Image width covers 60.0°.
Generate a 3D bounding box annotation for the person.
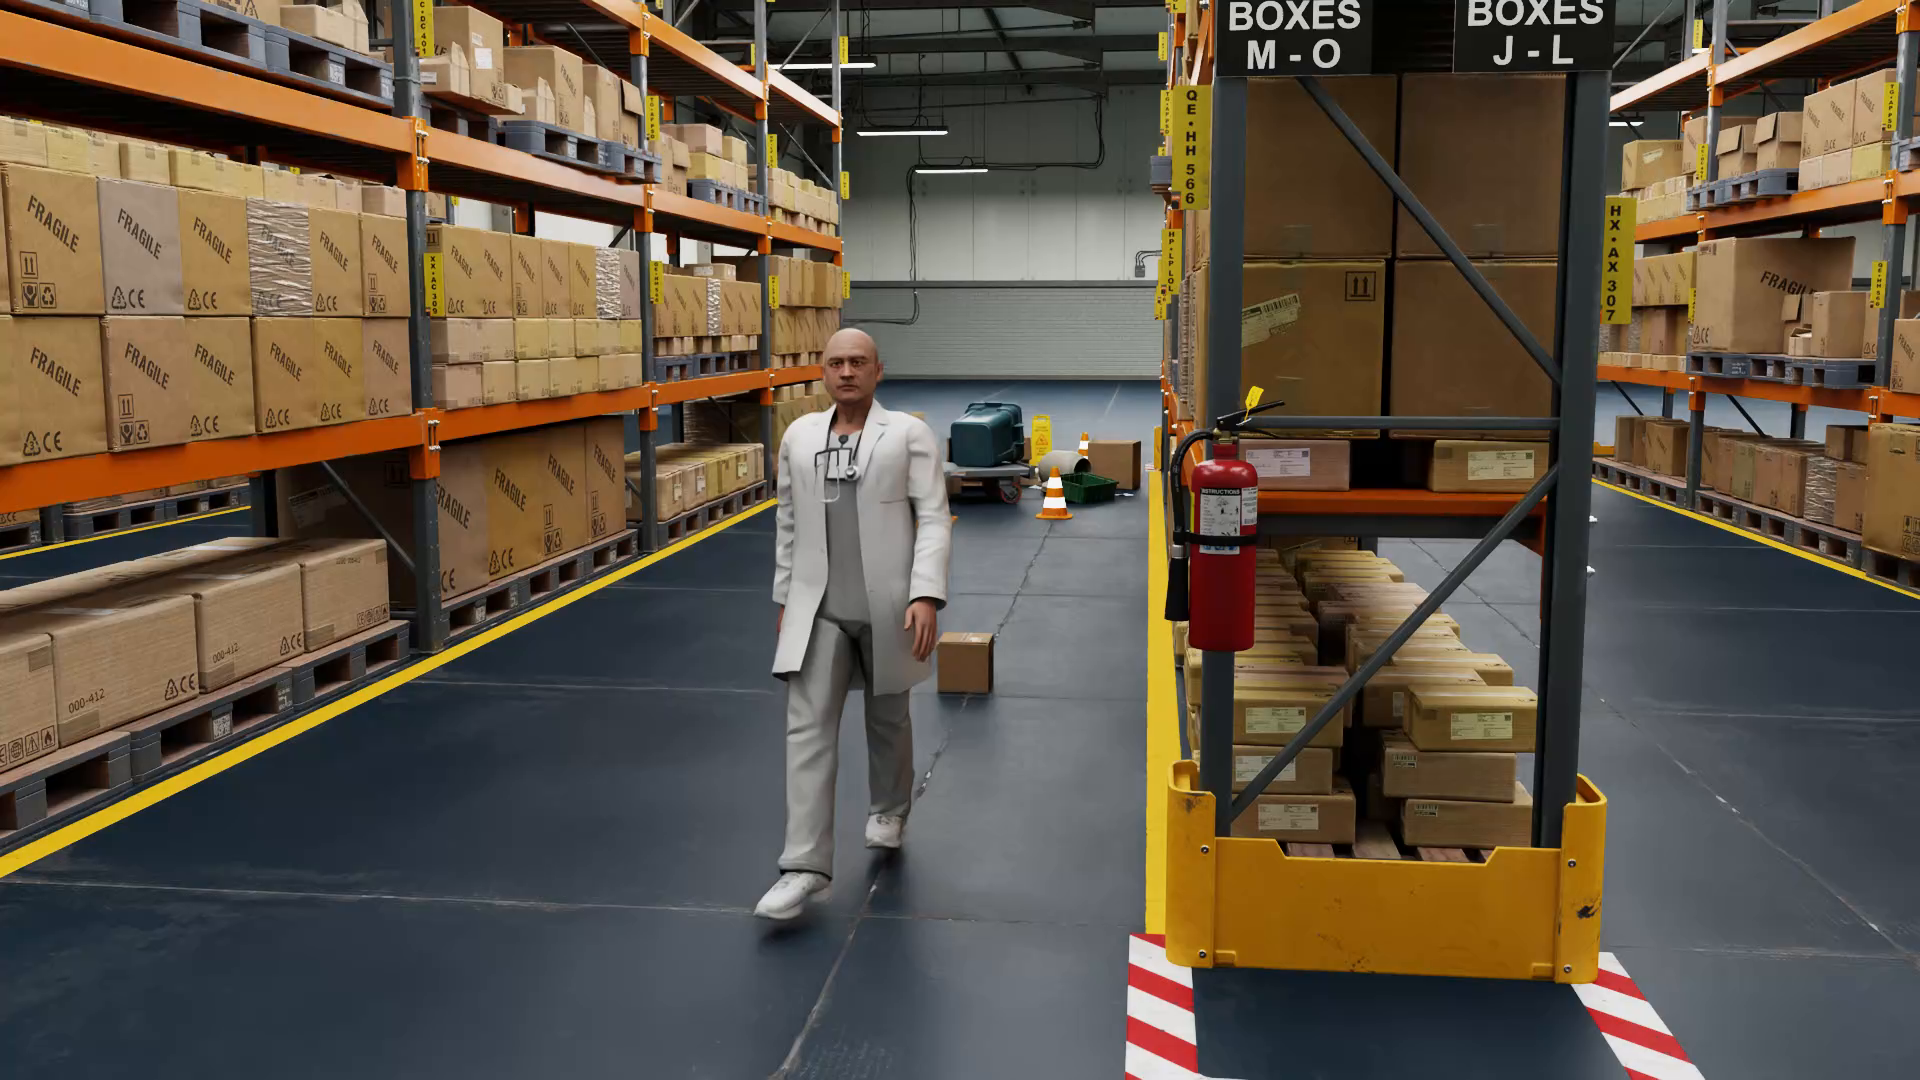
[{"bbox_3d":[-0.333,0.211,5.158,0.617,1.721,1.092,1,8,8],"label":"person"}]
